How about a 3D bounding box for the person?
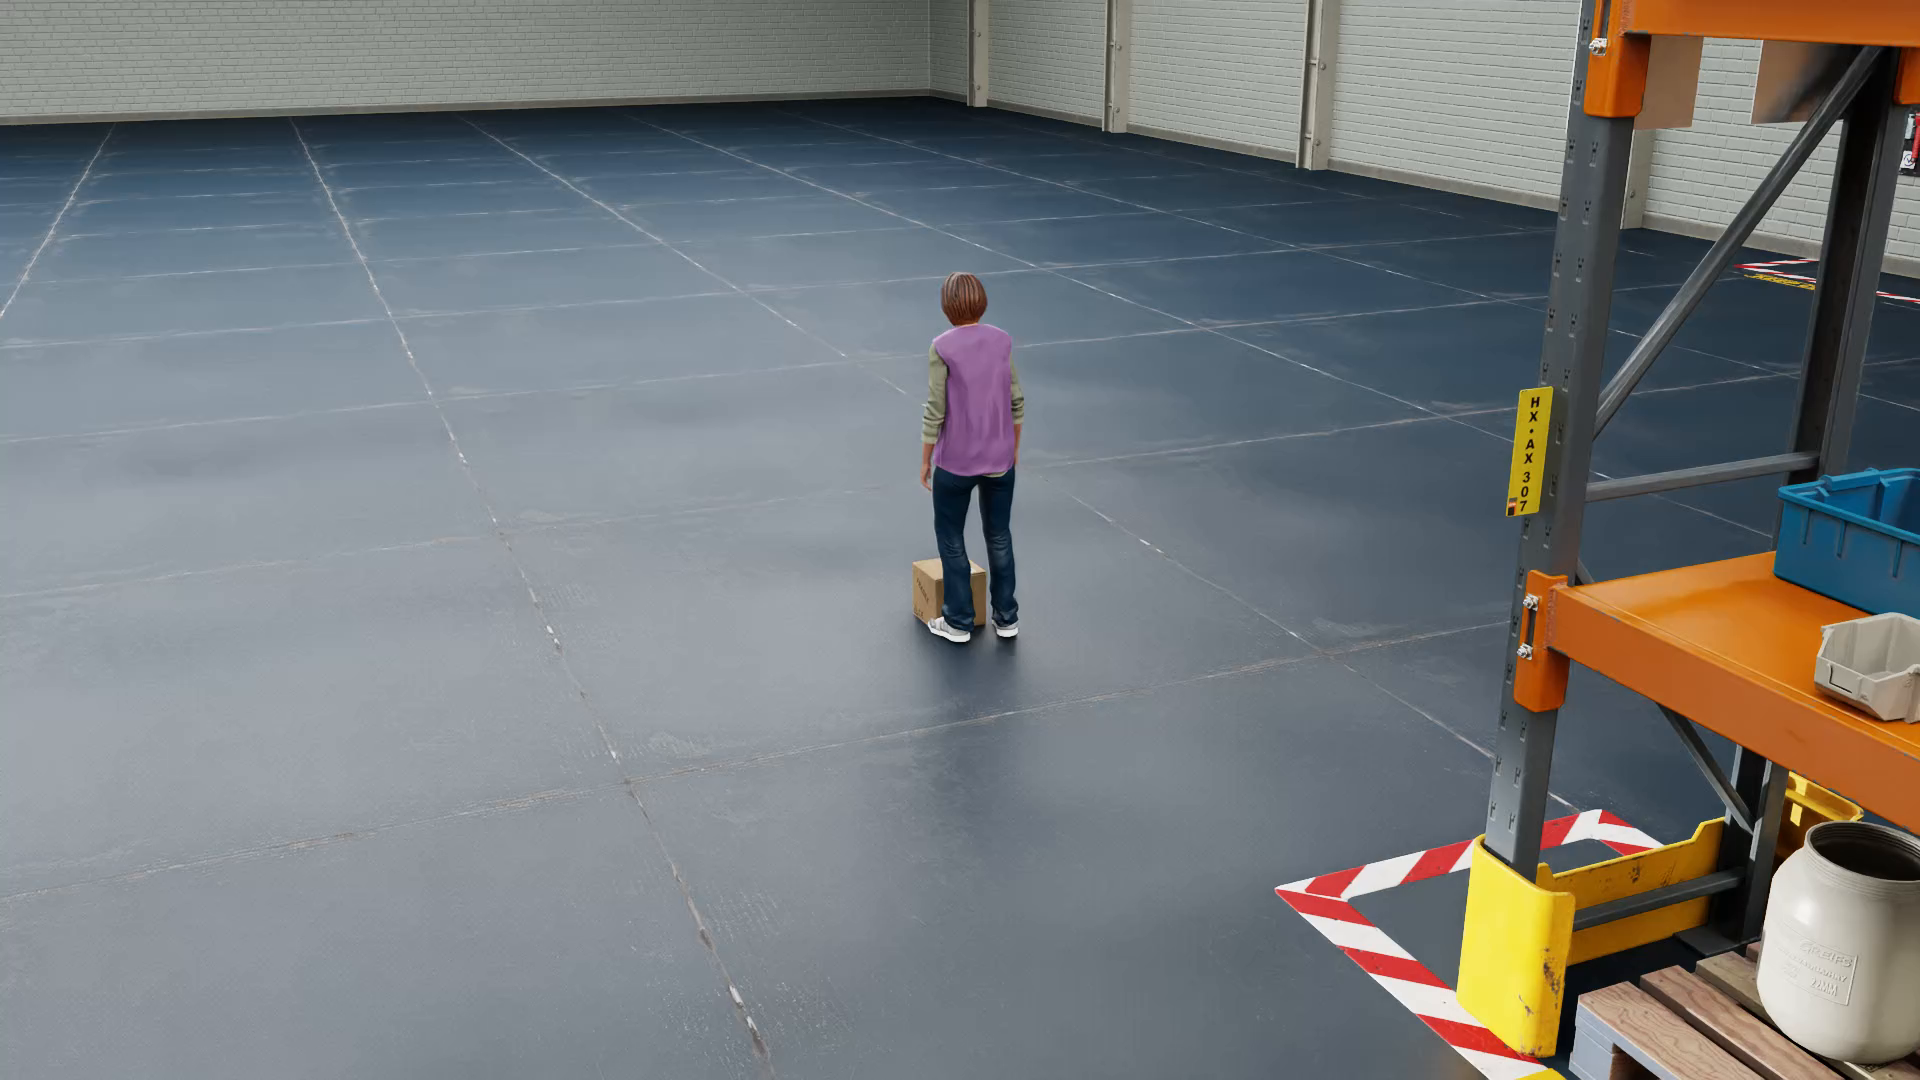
[{"bbox_3d":[0.049,-0.331,7.035,0.470,1.593,0.366,-8,21,-23],"label":"person"}]
